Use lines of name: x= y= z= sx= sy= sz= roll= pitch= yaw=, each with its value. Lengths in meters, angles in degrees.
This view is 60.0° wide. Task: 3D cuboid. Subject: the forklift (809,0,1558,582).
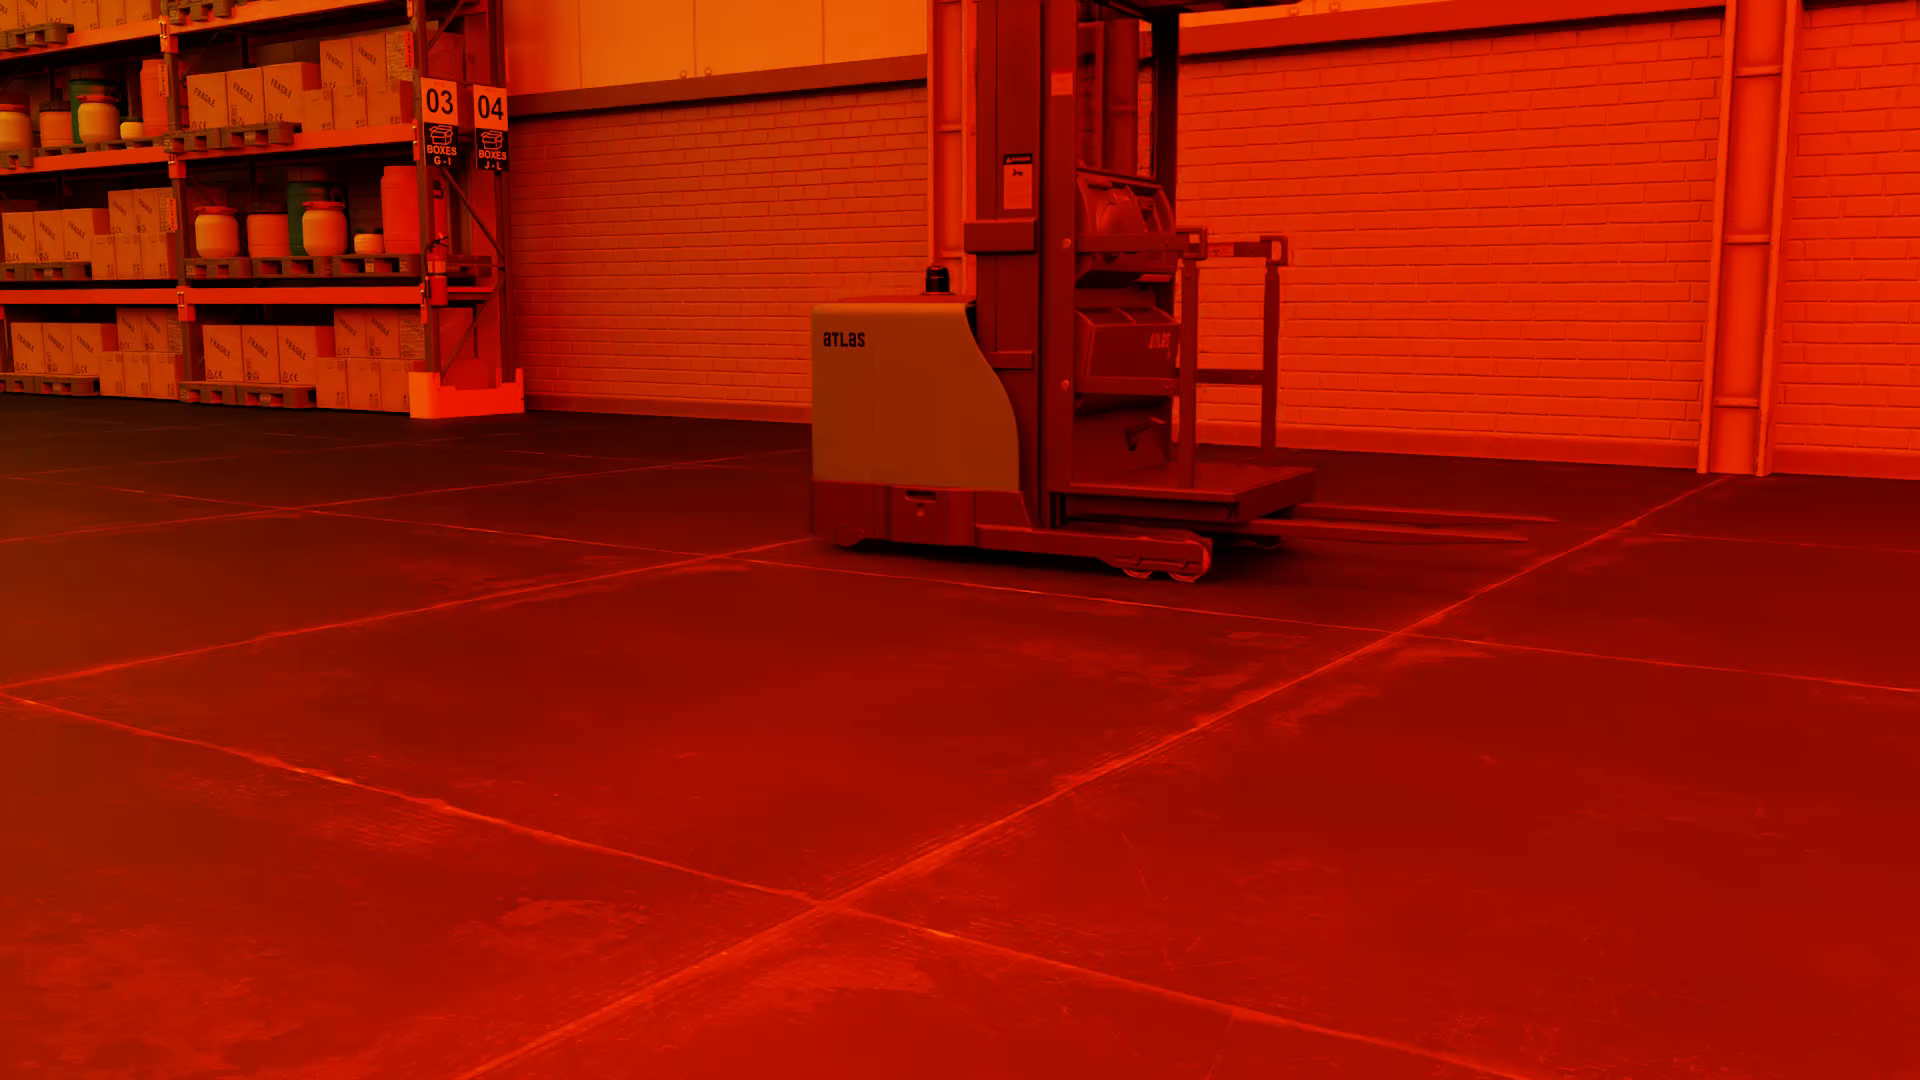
forklift: x=0.879 y=-1.371 z=6.837 sx=3.031 sy=2.935 sz=1.130 roll=4 pitch=9 yaw=28

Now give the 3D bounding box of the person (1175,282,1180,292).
person: x=0.691 y=-0.797 z=8.251 sx=1.420 sy=1.282 sz=0.729 roll=-7 pitch=11 yaw=-40
